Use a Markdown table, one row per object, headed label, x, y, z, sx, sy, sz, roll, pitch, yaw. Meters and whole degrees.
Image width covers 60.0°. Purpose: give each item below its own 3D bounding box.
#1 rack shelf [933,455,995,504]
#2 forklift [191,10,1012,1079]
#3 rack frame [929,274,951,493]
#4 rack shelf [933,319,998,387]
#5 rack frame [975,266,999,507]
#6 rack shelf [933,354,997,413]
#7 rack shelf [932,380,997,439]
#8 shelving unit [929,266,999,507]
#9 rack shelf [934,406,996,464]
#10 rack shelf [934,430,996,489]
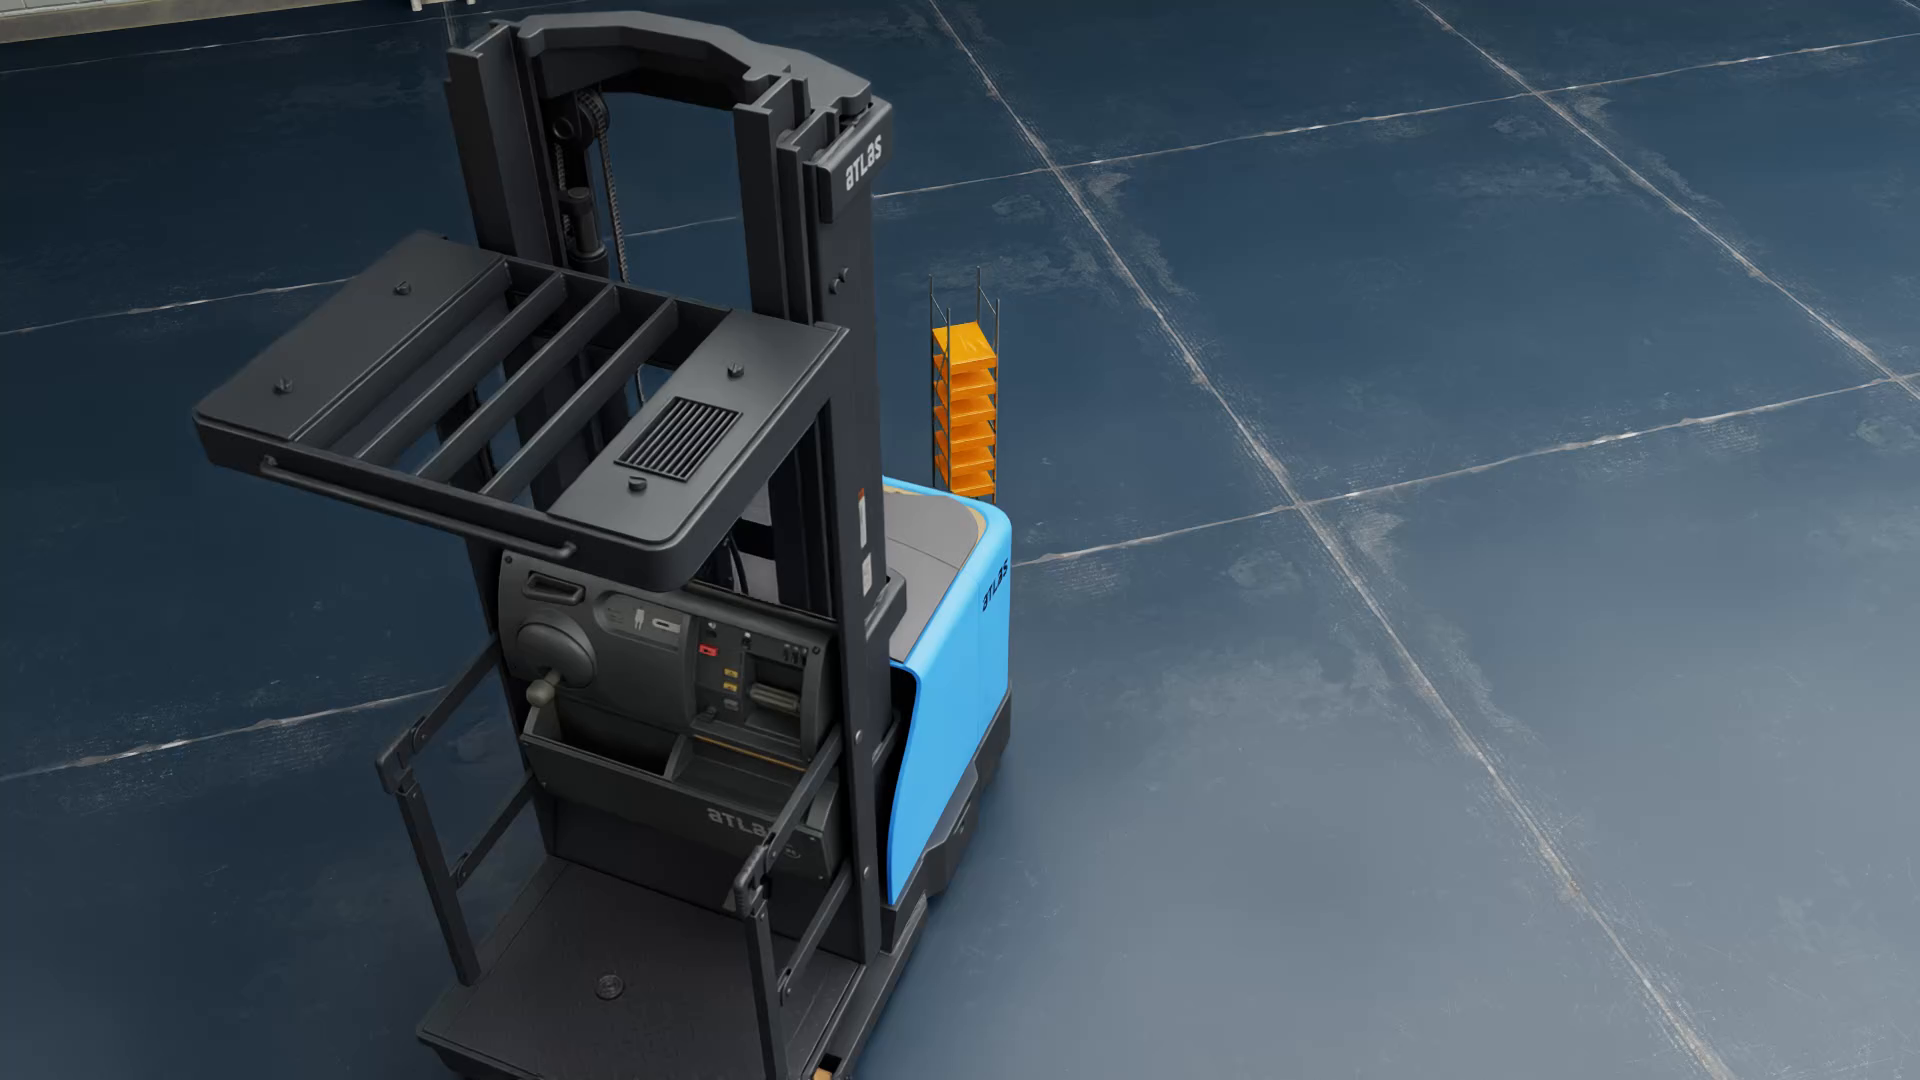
| label | x | y | z | sx | sy | sz | roll | pitch | yaw |
| --- | --- | --- | --- | --- | --- | --- | --- | --- | --- |
| rack shelf | 0.014 | -0.241 | 6.546 | 0.180 | 0.103 | 0.258 | -12 | 42 | -13 |
| forklift | -0.846 | 0.384 | 4.083 | 1.130 | 2.935 | 3.031 | 15 | 43 | 16 |
| rack frame | -0.073 | -0.437 | 6.338 | 0.006 | 1.200 | 0.240 | -12 | 42 | -13 |
| rack shelf | 0.014 | -0.692 | 6.151 | 0.180 | 0.103 | 0.258 | -12 | 42 | -13 |
| rack frame | 0.101 | -0.473 | 6.379 | 0.006 | 1.200 | 0.240 | -12 | 42 | -13 |
| rack shelf | 0.014 | -0.602 | 6.230 | 0.180 | 0.103 | 0.258 | -12 | 42 | -13 |
| rack shelf | 0.014 | -0.512 | 6.309 | 0.180 | 0.103 | 0.258 | -12 | 42 | -13 |
| shelving unit | 0.014 | -0.455 | 6.359 | 0.189 | 1.200 | 0.258 | -12 | 42 | -13 |
| rack shelf | 0.014 | -0.421 | 6.388 | 0.180 | 0.103 | 0.258 | -12 | 42 | -13 |
| rack shelf | 0.014 | -0.331 | 6.467 | 0.180 | 0.103 | 0.258 | -12 | 42 | -13 |
